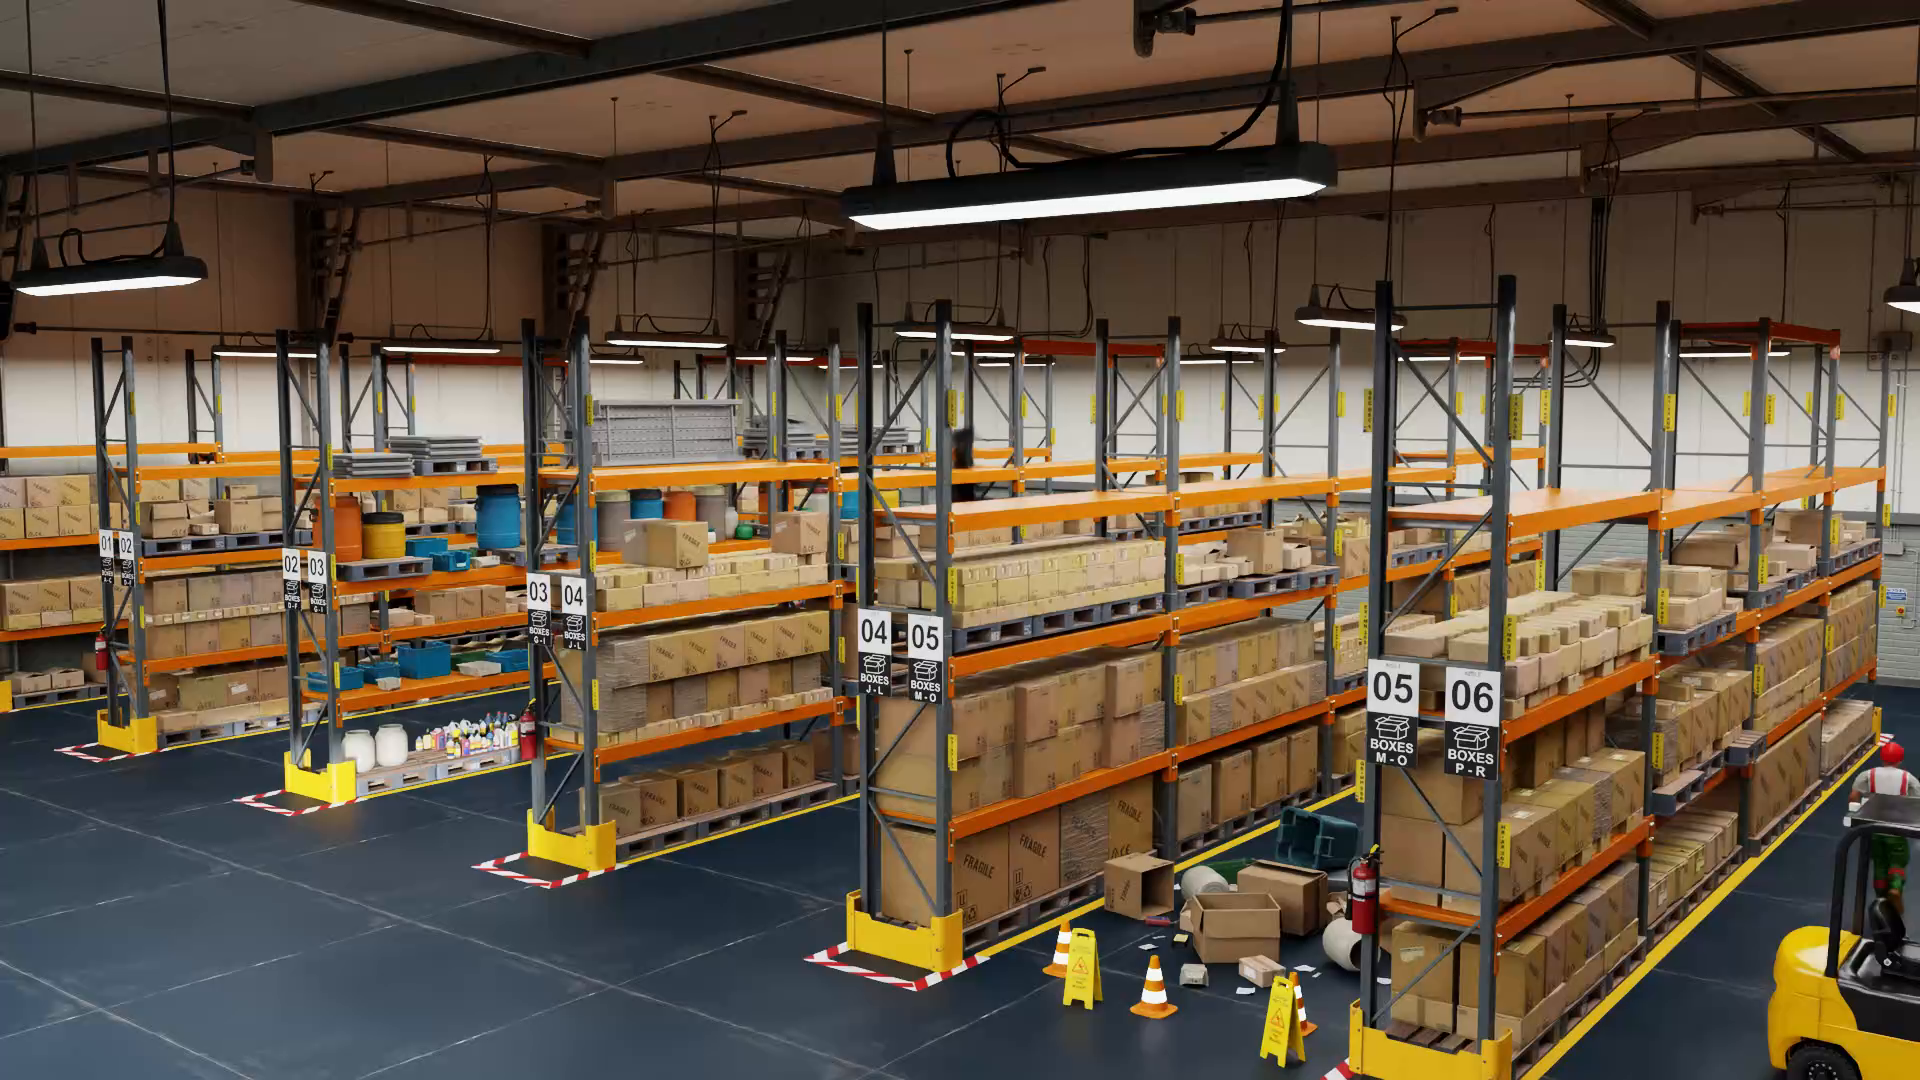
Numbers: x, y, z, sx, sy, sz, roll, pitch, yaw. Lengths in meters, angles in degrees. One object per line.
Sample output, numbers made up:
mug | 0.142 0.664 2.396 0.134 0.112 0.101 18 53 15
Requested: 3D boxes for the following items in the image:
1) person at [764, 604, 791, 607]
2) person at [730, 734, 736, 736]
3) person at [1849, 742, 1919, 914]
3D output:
person | -3.581 1.521 32.114 0.563 1.740 0.846 4 6 36
person | -3.667 2.136 25.040 0.665 1.744 0.933 0 5 -3
person | 9.133 2.874 16.402 0.654 1.761 0.684 4 6 38
